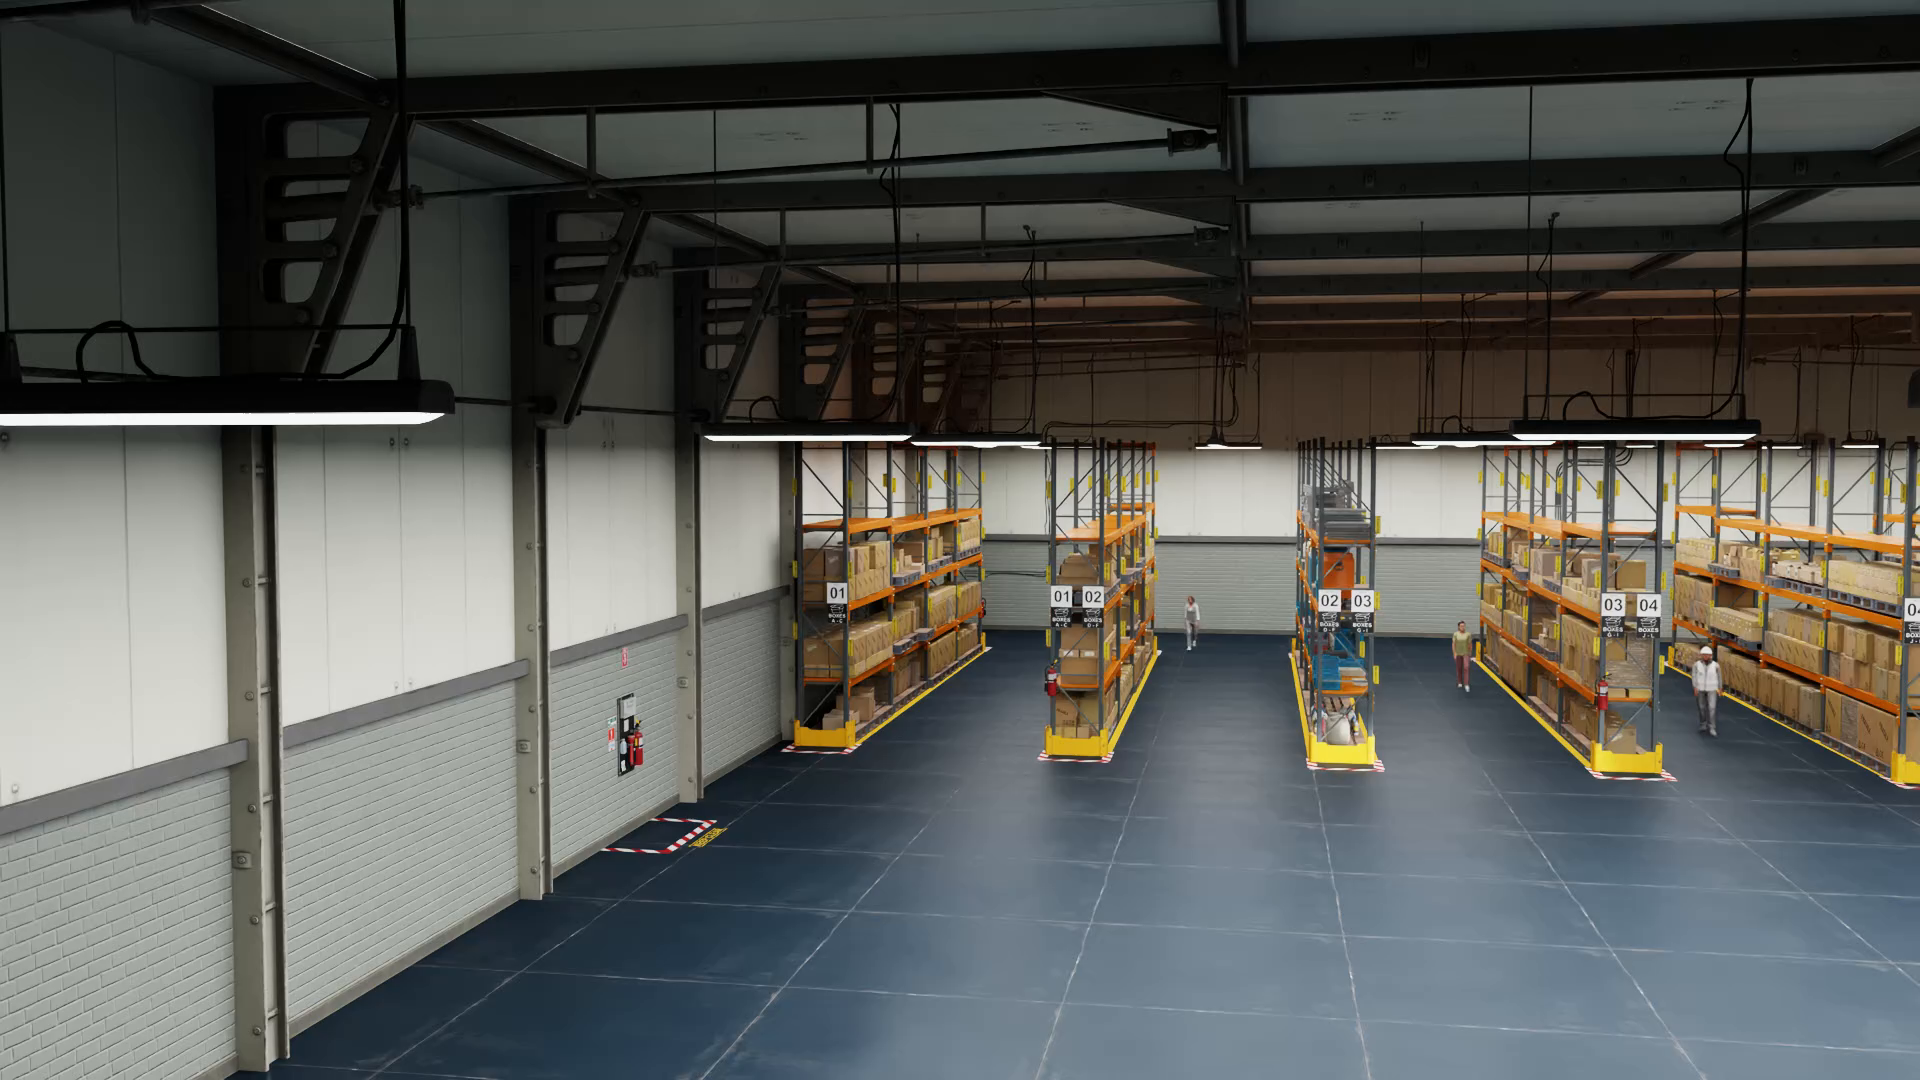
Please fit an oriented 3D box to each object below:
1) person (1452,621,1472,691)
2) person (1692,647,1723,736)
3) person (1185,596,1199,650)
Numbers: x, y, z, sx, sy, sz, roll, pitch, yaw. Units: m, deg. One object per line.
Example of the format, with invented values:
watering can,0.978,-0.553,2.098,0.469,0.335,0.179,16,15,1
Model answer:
person,12.082,2.762,40.040,0.461,1.633,0.905,1,3,21
person,15.181,3.041,33.830,0.566,1.741,0.902,2,4,32
person,6.719,2.384,48.096,0.416,1.563,0.768,0,3,8
